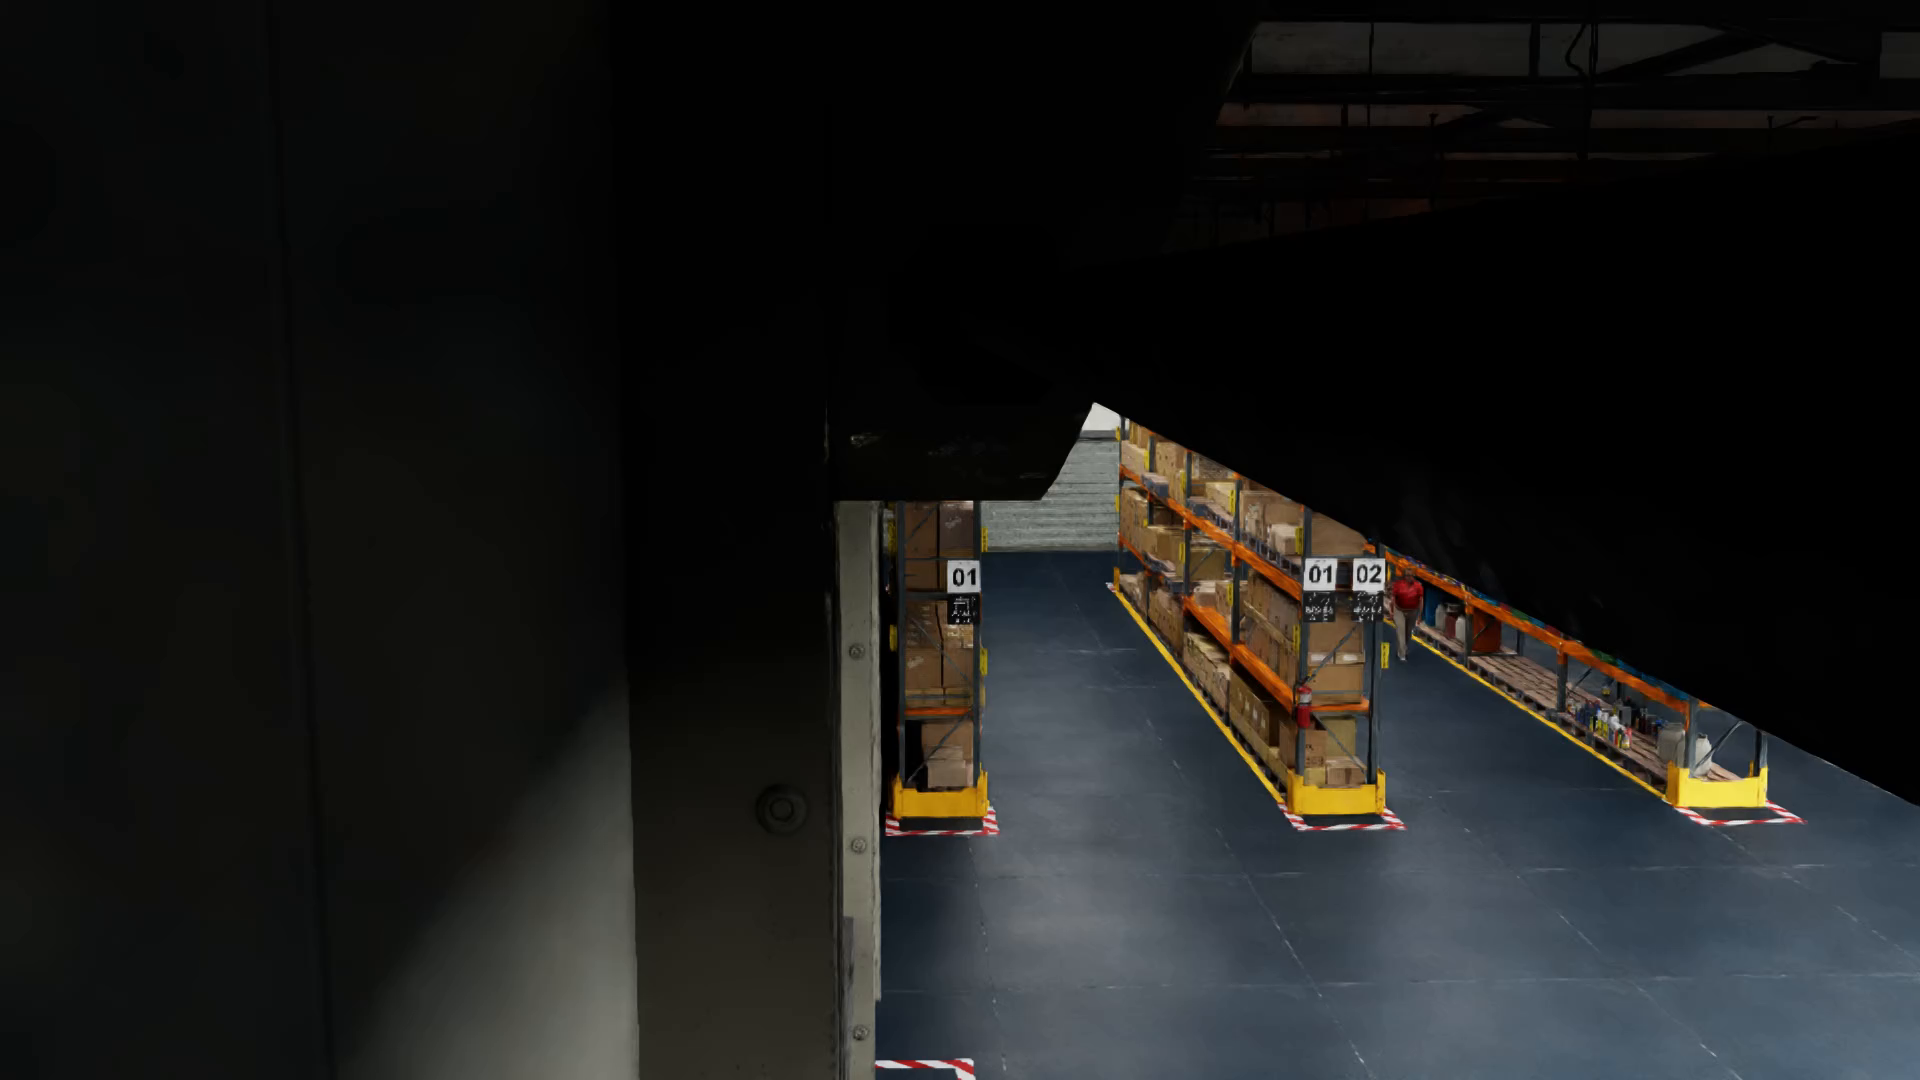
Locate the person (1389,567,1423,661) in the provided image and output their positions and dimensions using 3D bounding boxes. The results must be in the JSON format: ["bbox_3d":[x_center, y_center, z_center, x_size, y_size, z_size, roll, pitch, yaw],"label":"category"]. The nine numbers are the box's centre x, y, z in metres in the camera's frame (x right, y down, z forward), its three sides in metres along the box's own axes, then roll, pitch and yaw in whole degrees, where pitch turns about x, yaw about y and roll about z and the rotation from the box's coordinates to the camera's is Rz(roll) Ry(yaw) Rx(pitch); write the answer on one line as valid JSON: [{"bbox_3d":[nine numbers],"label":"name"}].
[{"bbox_3d":[7.905,1.277,29.359,0.546,1.640,1.110,0,8,0],"label":"person"}]

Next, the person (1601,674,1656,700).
[{"bbox_3d":[10.662,1.689,26.447,0.710,1.703,0.836,-3,9,-19],"label":"person"}]
